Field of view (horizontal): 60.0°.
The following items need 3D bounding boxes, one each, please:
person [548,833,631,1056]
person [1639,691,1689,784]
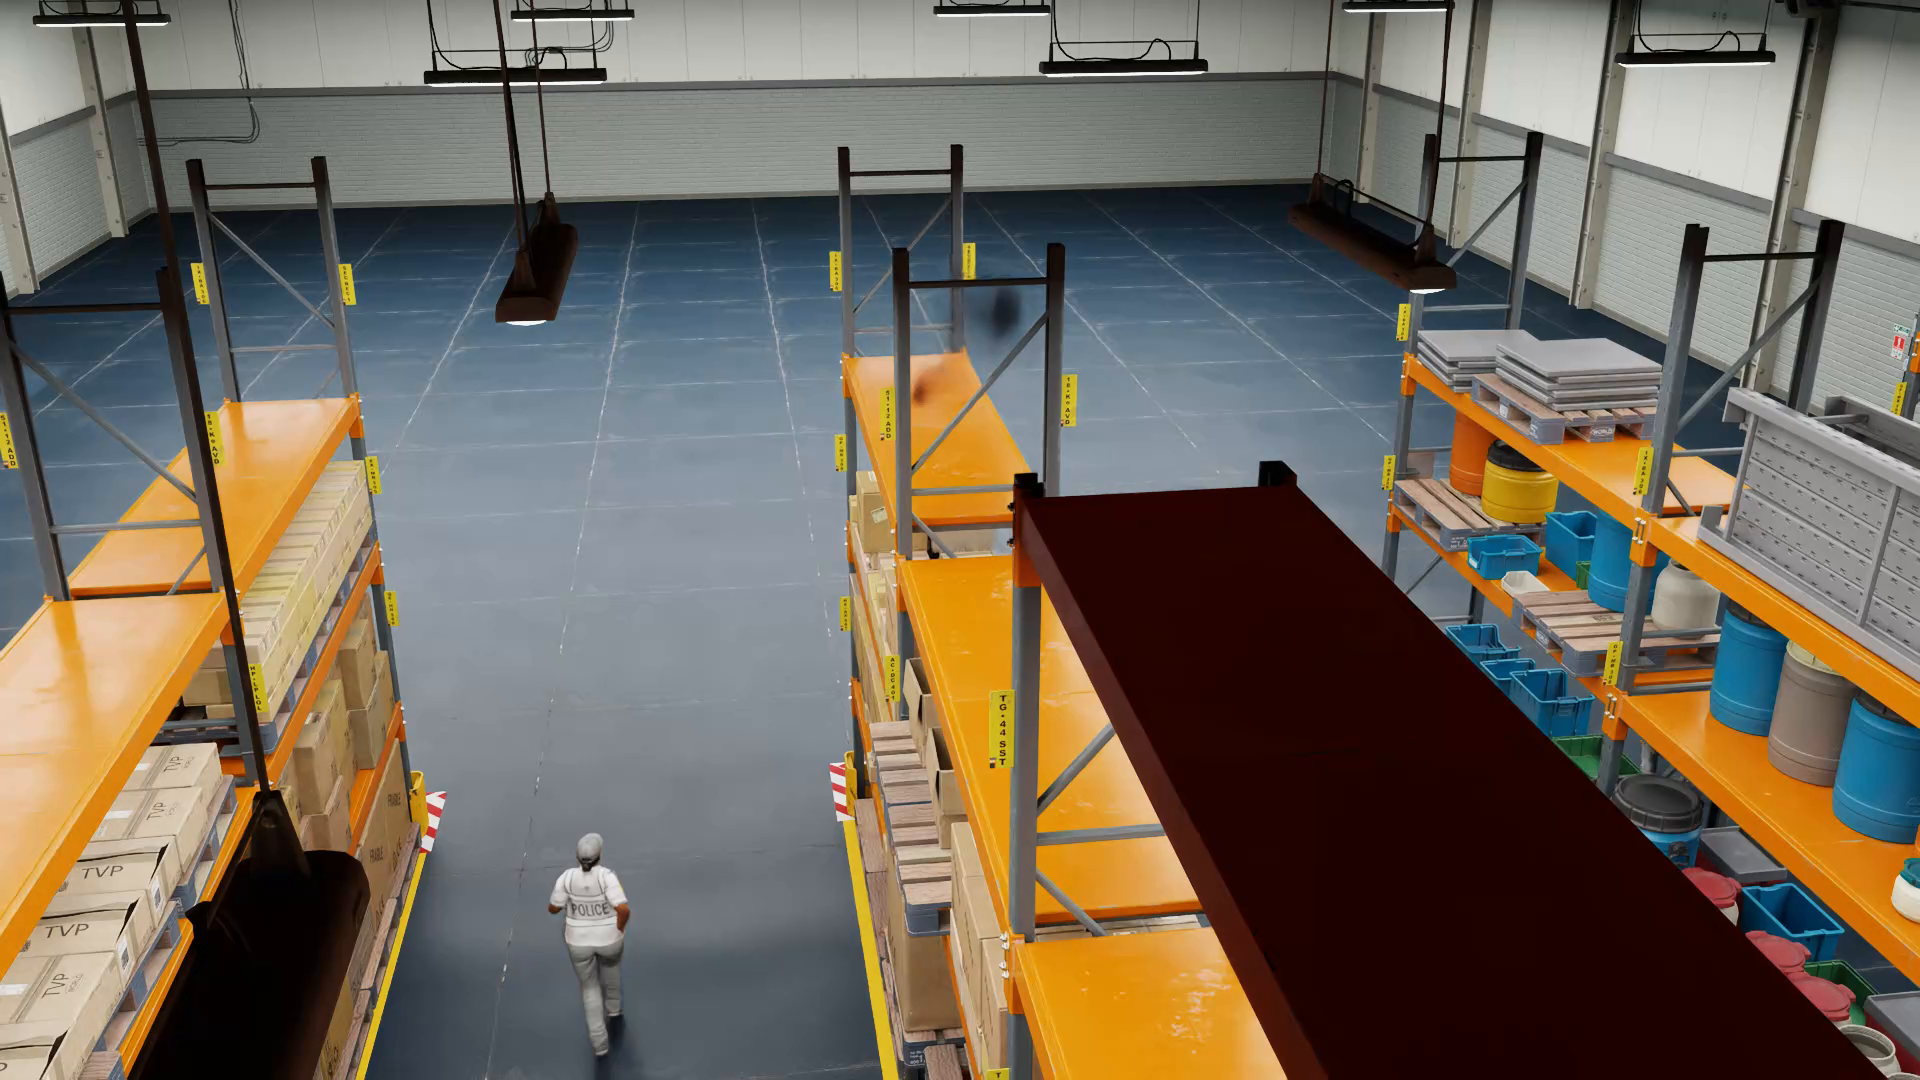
[{"bbox_3d":[-2.647,2.931,12.022,0.561,1.729,0.757,-5,22,-12],"label":"person"},{"bbox_3d":[6.645,1.594,15.450,0.576,1.654,0.730,-16,27,-35],"label":"person"}]
